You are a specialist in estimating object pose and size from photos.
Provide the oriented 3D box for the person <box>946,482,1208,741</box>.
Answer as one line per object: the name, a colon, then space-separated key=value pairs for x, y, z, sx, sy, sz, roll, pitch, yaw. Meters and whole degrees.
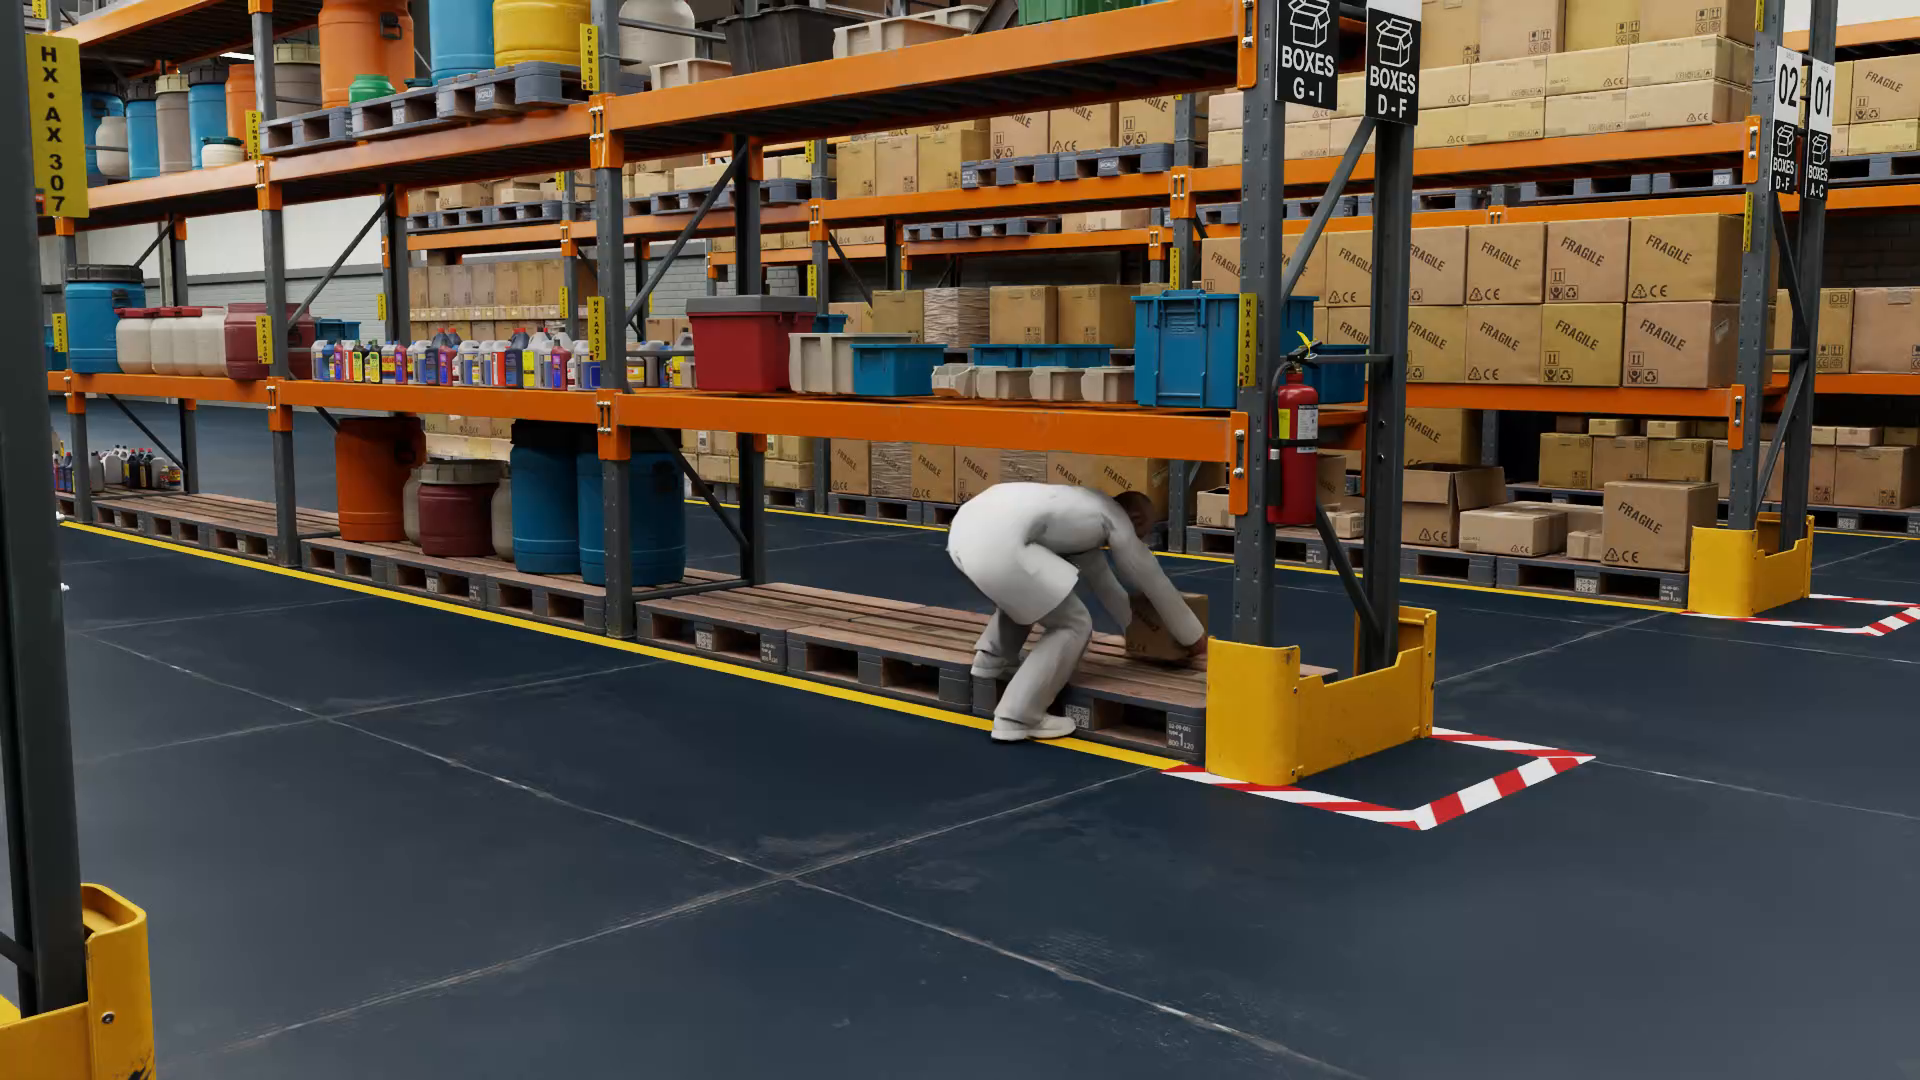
person: x=0.474 y=0.255 z=6.857 sx=1.163 sy=1.017 sz=0.600 roll=-4 pitch=8 yaw=-32
